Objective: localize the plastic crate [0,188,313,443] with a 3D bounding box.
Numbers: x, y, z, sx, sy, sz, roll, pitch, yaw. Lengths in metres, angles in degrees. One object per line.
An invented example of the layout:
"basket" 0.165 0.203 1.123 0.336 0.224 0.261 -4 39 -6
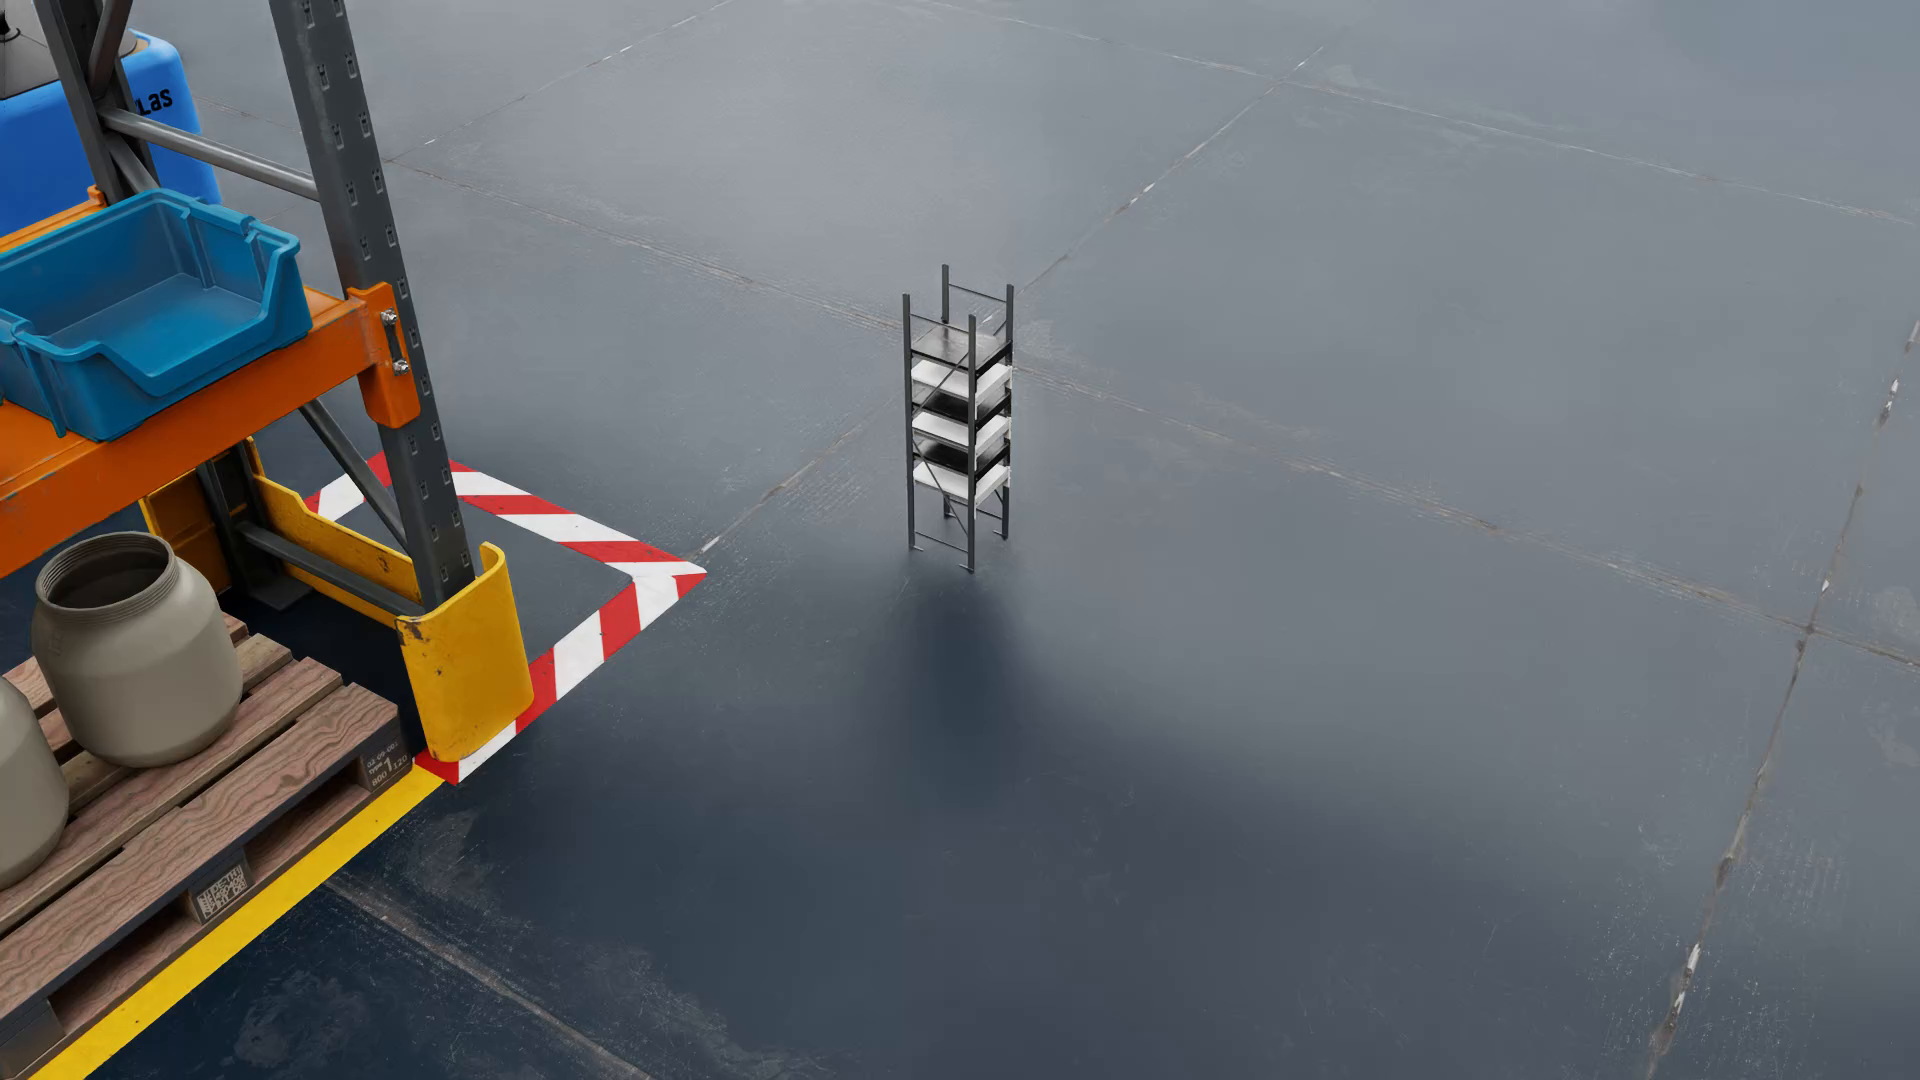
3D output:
"plastic crate" -1.771 -0.493 3.555 0.499 0.251 0.616 21 42 25

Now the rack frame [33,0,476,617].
"rack frame" -1.755 -0.908 3.971 1.000 3.000 0.127 21 42 25

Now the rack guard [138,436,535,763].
"rack guard" -1.756 0.136 4.664 1.175 0.500 0.348 21 42 25

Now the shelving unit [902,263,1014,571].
"shelving unit" -0.004 -0.352 4.970 0.258 0.900 0.210 21 42 25

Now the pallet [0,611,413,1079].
"pallet" -2.196 0.668 4.211 1.003 0.211 1.213 21 42 25

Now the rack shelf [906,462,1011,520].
"rack shelf" -0.004 -0.183 5.100 0.258 0.077 0.200 21 42 25

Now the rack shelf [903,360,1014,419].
"rack shelf" -0.004 -0.468 4.880 0.258 0.077 0.200 21 42 25

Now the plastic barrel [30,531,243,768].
"plastic barrel" -2.043 0.275 4.130 0.421 0.512 0.421 0 38 0

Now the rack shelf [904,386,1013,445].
"rack shelf" -0.004 -0.397 4.935 0.258 0.077 0.200 21 42 25

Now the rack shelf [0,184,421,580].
"rack shelf" -2.827 0.408 2.853 1.077 0.370 4.000 21 42 25

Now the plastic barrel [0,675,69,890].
"plastic barrel" -2.312 0.533 3.795 0.421 0.512 0.421 0 38 0

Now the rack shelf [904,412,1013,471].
"rack shelf" -0.004 -0.326 4.990 0.258 0.077 0.200 21 42 25

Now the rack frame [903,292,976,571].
"rack frame" -0.059 -0.300 4.902 0.240 0.900 0.006 21 42 25

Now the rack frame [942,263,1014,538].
"rack frame" 0.050 -0.405 5.038 0.240 0.900 0.006 21 42 25

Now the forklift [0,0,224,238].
"forklift" -3.918 -1.435 4.710 1.130 2.935 3.031 22 43 26

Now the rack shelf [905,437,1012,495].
"rack shelf" -0.004 -0.255 5.045 0.258 0.077 0.200 21 42 25

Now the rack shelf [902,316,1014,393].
"rack shelf" -0.004 -0.540 4.825 0.258 0.077 0.200 21 42 25
